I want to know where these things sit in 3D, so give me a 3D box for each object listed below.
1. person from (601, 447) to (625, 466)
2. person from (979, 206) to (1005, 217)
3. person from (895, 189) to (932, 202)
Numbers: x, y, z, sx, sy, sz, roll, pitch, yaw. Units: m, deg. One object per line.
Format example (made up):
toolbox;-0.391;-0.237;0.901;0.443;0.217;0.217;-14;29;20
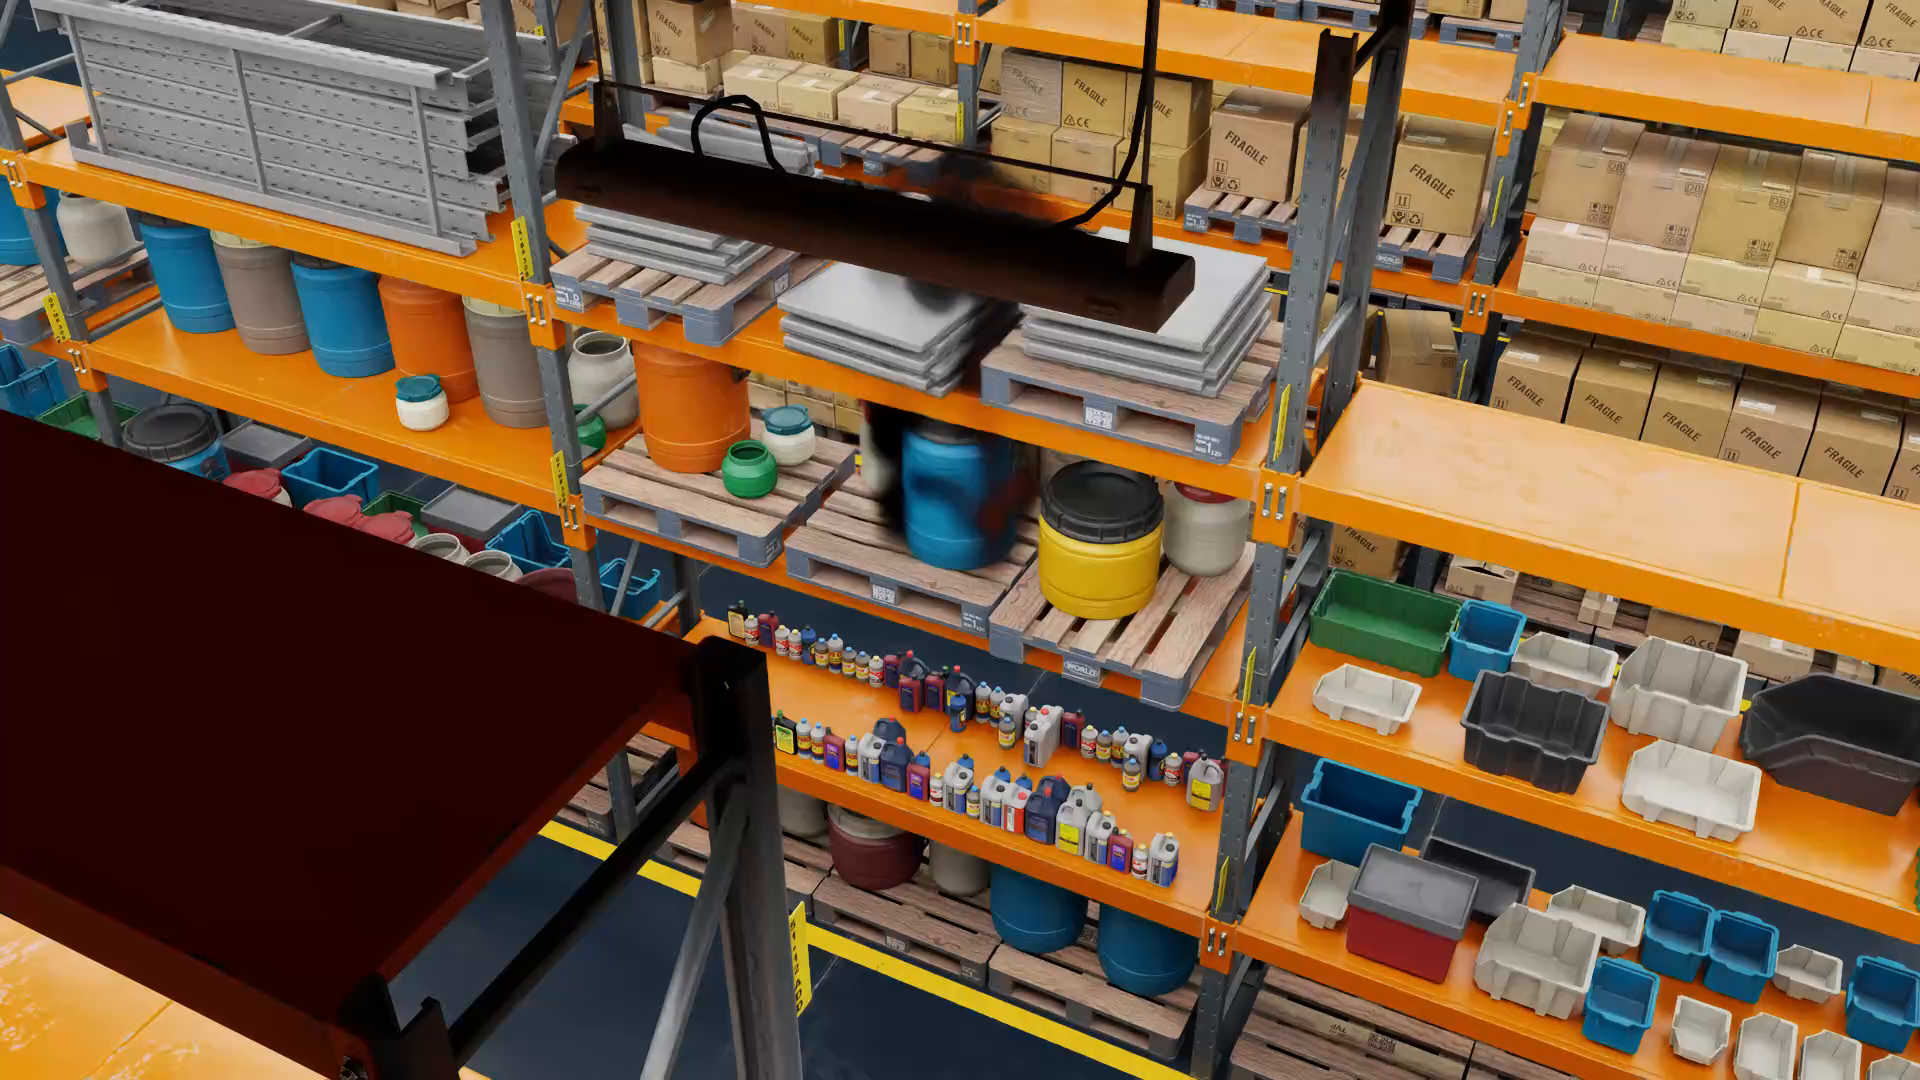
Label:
person;-2.670;-0.896;13.745;0.947;1.638;0.562;3;35;4
person;0.324;-2.457;15.866;0.874;1.700;0.660;15;38;20
person;-0.442;-3.002;16.724;0.710;1.629;0.491;-29;44;-34
